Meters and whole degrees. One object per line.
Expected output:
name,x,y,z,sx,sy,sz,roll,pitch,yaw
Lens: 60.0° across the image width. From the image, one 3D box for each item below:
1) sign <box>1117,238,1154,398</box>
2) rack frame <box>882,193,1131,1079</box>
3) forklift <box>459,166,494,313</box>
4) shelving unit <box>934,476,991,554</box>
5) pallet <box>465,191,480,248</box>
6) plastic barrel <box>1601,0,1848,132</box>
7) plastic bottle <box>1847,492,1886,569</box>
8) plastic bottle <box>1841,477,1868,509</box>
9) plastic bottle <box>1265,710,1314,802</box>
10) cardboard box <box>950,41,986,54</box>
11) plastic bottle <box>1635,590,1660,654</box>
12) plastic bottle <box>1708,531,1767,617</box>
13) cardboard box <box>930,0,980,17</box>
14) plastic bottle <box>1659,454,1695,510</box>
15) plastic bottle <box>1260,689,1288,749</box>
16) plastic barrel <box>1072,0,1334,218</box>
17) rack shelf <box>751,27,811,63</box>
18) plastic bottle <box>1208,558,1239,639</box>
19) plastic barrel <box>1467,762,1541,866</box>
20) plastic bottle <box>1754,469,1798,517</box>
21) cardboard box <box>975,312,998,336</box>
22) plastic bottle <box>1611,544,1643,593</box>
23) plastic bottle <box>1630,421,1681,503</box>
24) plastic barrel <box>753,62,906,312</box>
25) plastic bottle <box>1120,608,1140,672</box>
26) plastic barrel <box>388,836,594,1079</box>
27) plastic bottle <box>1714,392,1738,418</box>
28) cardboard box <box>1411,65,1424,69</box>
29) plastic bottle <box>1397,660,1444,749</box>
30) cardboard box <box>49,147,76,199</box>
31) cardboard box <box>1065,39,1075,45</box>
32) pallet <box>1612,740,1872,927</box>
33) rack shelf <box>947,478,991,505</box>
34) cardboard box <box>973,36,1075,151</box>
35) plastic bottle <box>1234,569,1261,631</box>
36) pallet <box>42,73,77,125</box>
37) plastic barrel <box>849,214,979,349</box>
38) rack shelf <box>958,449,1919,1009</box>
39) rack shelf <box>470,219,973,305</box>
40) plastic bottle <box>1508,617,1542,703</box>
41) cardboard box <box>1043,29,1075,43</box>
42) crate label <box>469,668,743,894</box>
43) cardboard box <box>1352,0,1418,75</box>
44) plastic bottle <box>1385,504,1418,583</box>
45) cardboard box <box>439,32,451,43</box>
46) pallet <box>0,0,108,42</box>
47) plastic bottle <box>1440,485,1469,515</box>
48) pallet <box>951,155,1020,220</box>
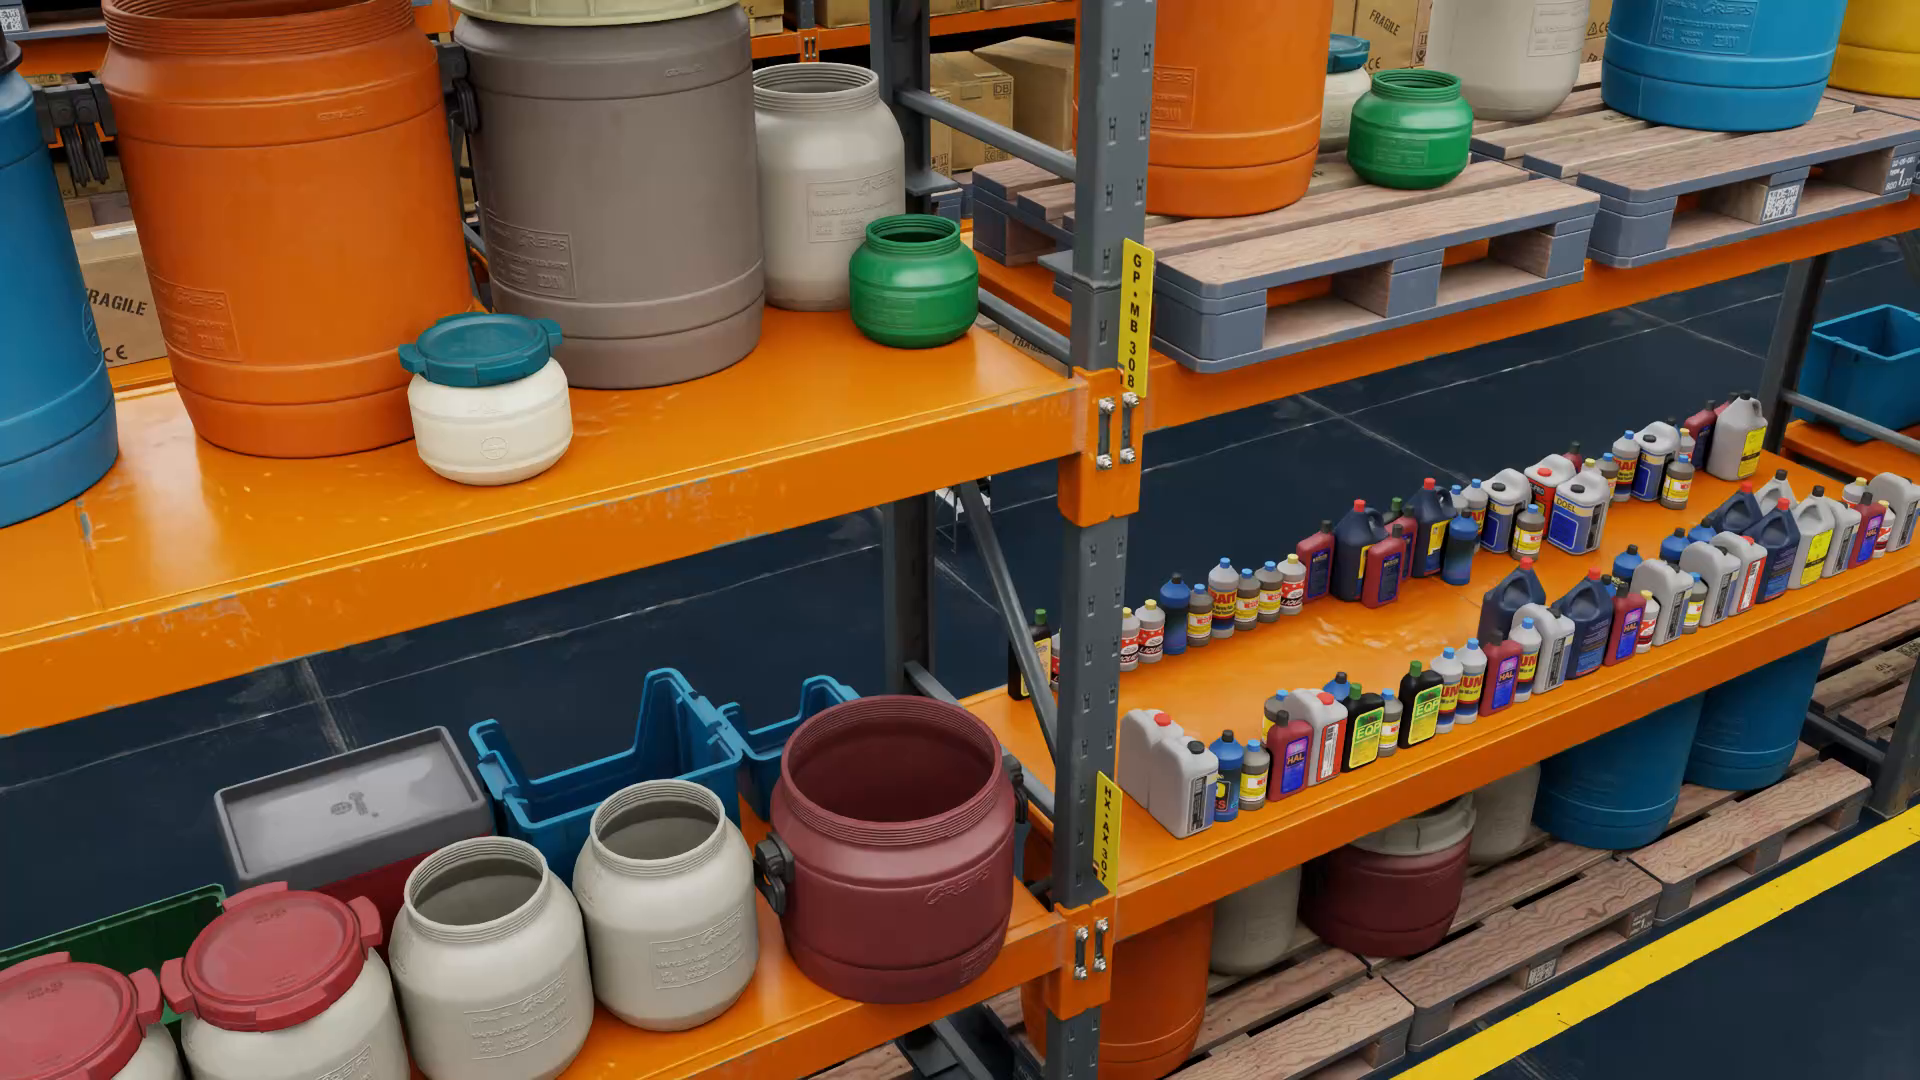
sign,0.367,-0.463,3.489,0.005,0.325,0.100,-16,33,-26
rack frame,0.082,0.577,4.601,0.127,3.000,1.000,-16,33,-26
forklift,-2.835,-2.603,10.433,3.031,2.935,1.130,9,30,17
shelving unit,0.007,-0.396,8.536,0.210,0.900,0.258,-16,33,-26
pallet,-4.219,-2.491,13.046,1.213,0.211,1.003,-16,33,-26
plastic barrel,2.137,-1.638,4.555,0.708,0.901,0.600,-16,33,-26
plastic bottle,3.179,-0.045,5.847,0.133,0.283,0.061,-16,33,-26
plastic bottle,3.276,-0.132,6.090,0.097,0.201,0.097,0,29,0
plastic bottle,0.926,0.595,4.688,0.133,0.283,0.061,-16,33,-26
cardboard box,0.104,-4.410,15.118,0.250,0.149,0.380,-16,33,-27
plastic bottle,2.203,0.258,5.384,0.097,0.201,0.097,0,29,0
plastic bottle,2.605,0.096,5.600,0.135,0.276,0.152,-16,33,-26
cardboard box,-0.380,-4.963,14.329,0.700,0.700,0.980,-17,33,-28
plastic bottle,2.703,-0.224,6.257,0.097,0.201,0.097,0,29,0
plastic bottle,0.939,0.532,4.888,0.097,0.201,0.097,0,29,0
plastic barrel,0.573,-1.246,3.920,0.708,0.830,0.600,-16,33,-26
rack shelf,-3.212,-3.725,13.140,4.000,0.370,1.077,-16,33,-26
plastic bottle,0.858,0.184,5.446,0.097,0.271,0.097,0,29,0
plastic barrel,1.911,0.903,6.149,0.421,0.512,0.421,0,29,0
plastic bottle,2.831,-0.080,5.841,0.185,0.351,0.144,-16,33,-26
cardboard box,-0.119,-1.085,9.743,0.500,0.500,0.500,-15,32,-26
plastic bottle,2.210,0.140,5.525,0.097,0.271,0.097,0,29,0
plastic bottle,2.623,-0.304,6.325,0.135,0.276,0.152,-16,33,-26
plastic barrel,-0.341,-0.837,3.942,0.421,0.512,0.421,0,29,0
plastic bottle,0.523,0.310,5.290,0.097,0.201,0.097,0,29,0
plastic barrel,-1.060,0.972,3.769,0.421,0.512,0.421,0,29,0
plastic bottle,2.999,-0.439,6.562,0.133,0.283,0.061,-16,33,-26
cardboard box,2.912,-2.895,10.788,0.500,0.500,0.500,-16,33,-27
plastic bottle,1.356,0.473,4.909,0.133,0.283,0.061,-16,33,-26
cardboard box,-6.495,-2.538,11.599,0.500,0.250,0.500,-16,33,-27
cardboard box,1.169,-4.499,15.279,0.250,0.149,0.380,-15,32,-25
pallet,2.845,0.990,6.738,1.213,0.211,1.003,-16,33,-26
rack shelf,0.007,-0.288,8.596,0.200,0.077,0.258,-16,33,-26
cardboard box,0.503,-2.672,9.949,0.700,0.500,0.500,22,36,34
plastic bottle,0.942,0.191,5.506,0.097,0.201,0.097,0,29,0
pallet,-6.623,-2.965,11.216,1.213,0.211,1.003,-16,33,-26
plastic barrel,-0.105,-0.587,3.765,0.294,0.245,0.294,0,29,0
rack shelf,1.807,0.402,5.662,4.000,0.370,1.077,-16,33,-26
rack shelf,-0.700,-1.662,9.402,4.000,0.370,1.077,-16,33,-26
plastic bottle,1.729,0.362,5.123,0.097,0.271,0.097,0,29,0
cardboard box,0.978,-4.659,15.568,0.250,0.149,0.380,-16,33,-26
crate label,-0.911,0.692,4.356,0.616,0.435,0.502,-16,33,-26
cardboard box,2.462,-3.199,10.303,0.500,0.500,0.500,-17,33,-28
plastic bottle,1.506,0.019,5.732,0.133,0.283,0.061,-16,33,-26
cardboard box,-3.932,-3.870,12.226,0.500,0.500,0.500,-15,32,-25
pallet,-3.926,-2.240,6.795,1.213,0.211,1.003,-14,32,-24
plastic bottle,1.743,-0.067,5.901,0.097,0.271,0.097,0,29,0
pallet,0.281,-2.233,9.890,1.213,0.211,1.003,-16,33,-26
